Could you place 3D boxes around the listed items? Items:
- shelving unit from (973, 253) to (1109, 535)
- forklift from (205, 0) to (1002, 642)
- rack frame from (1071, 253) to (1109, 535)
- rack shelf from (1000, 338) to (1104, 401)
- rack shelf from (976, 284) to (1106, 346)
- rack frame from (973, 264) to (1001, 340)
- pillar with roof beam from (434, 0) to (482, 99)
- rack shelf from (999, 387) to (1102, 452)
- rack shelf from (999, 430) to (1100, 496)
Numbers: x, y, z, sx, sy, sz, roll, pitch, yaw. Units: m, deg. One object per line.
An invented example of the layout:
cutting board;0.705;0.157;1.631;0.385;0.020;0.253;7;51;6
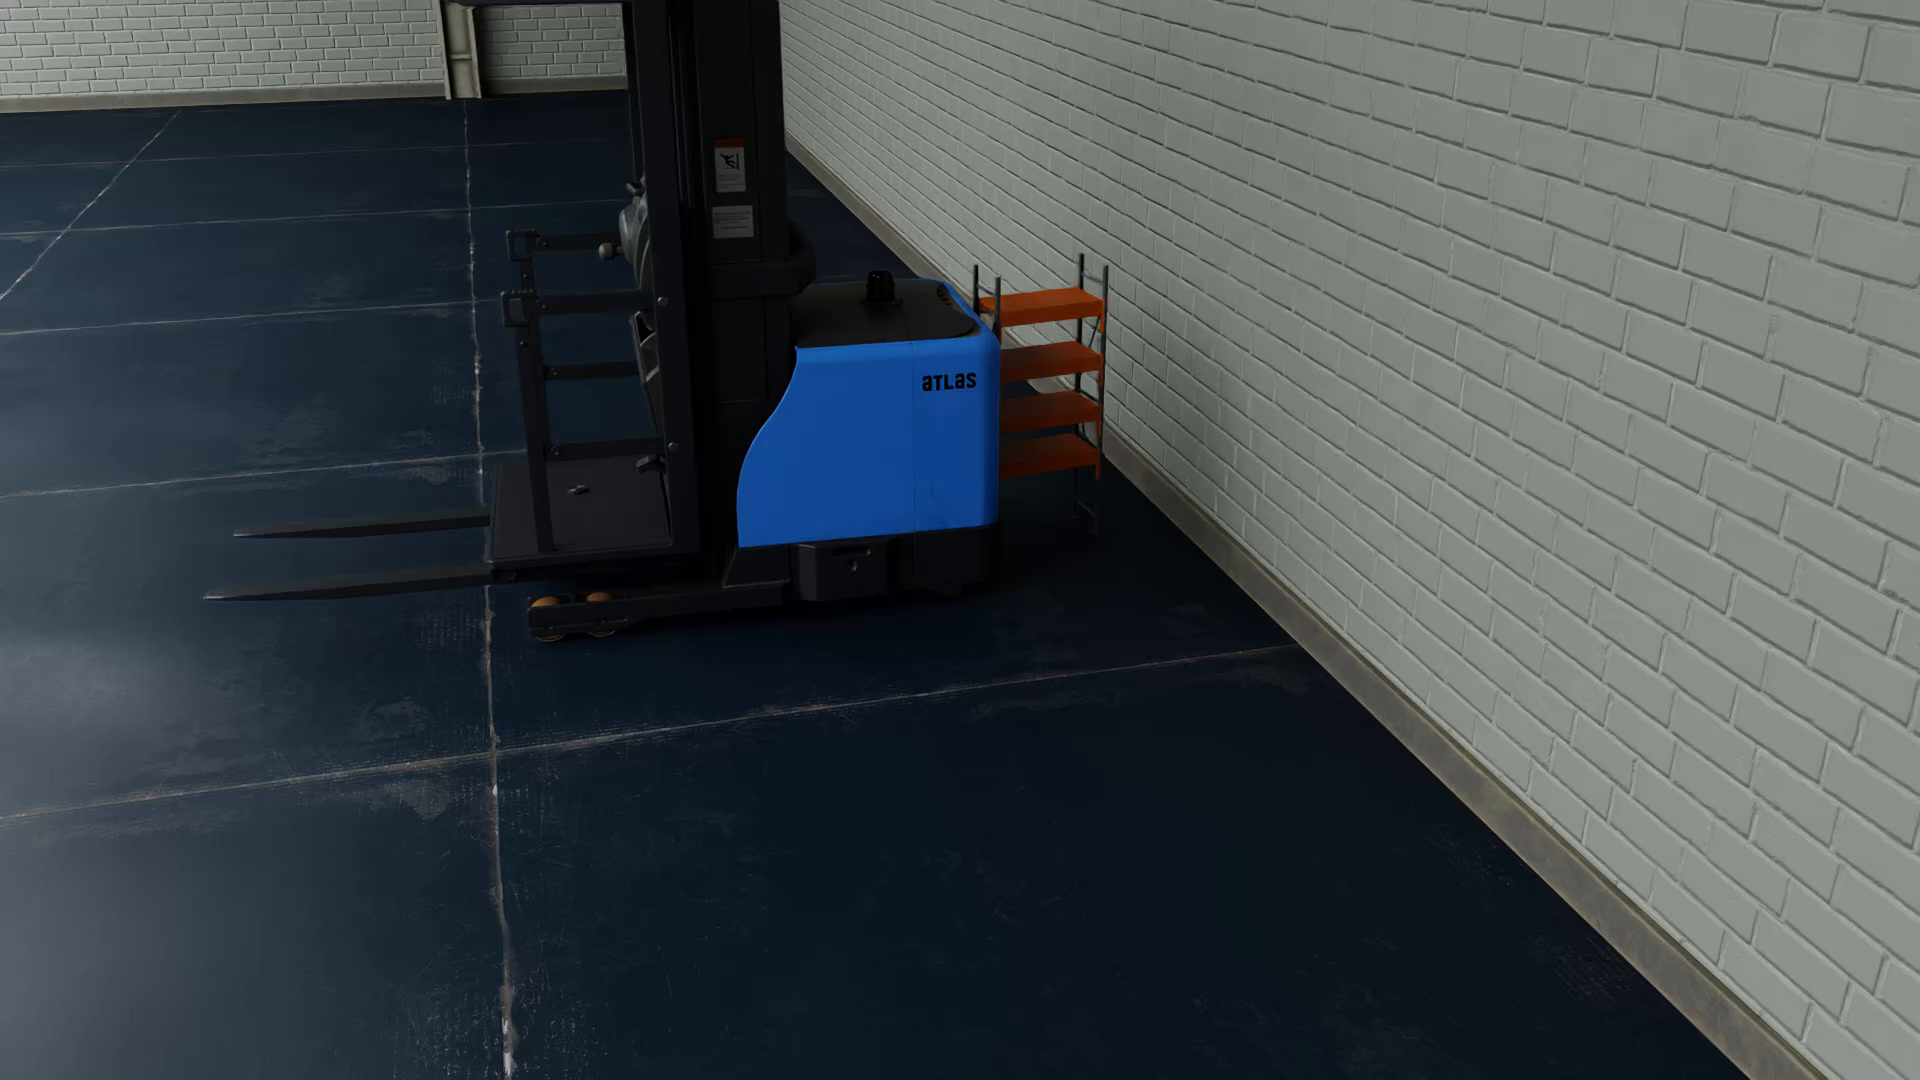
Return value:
shelving unit;0.333;-0.579;7.079;0.503;1.200;0.258;-10;25;-21
forklift;-1.405;-1.187;6.300;3.031;2.935;1.130;-5;24;-12
rack frame;0.557;-0.617;7.167;0.015;1.200;0.240;-10;25;-21
rack shelf;0.333;-0.723;7.017;0.480;0.148;0.258;-10;25;-21
rack shelf;0.333;-0.941;6.924;0.480;0.148;0.258;-10;25;-21
rack frame;0.109;-0.541;6.990;0.015;1.200;0.240;-10;25;-21
pillar with roof beam;-4.544;-7.602;13.556;0.400;9.000;9.100;-6;24;-14
rack shelf;0.333;-0.518;7.105;0.480;0.148;0.258;-10;25;-21
rack shelf;0.333;-0.335;7.184;0.480;0.148;0.258;-10;25;-21
